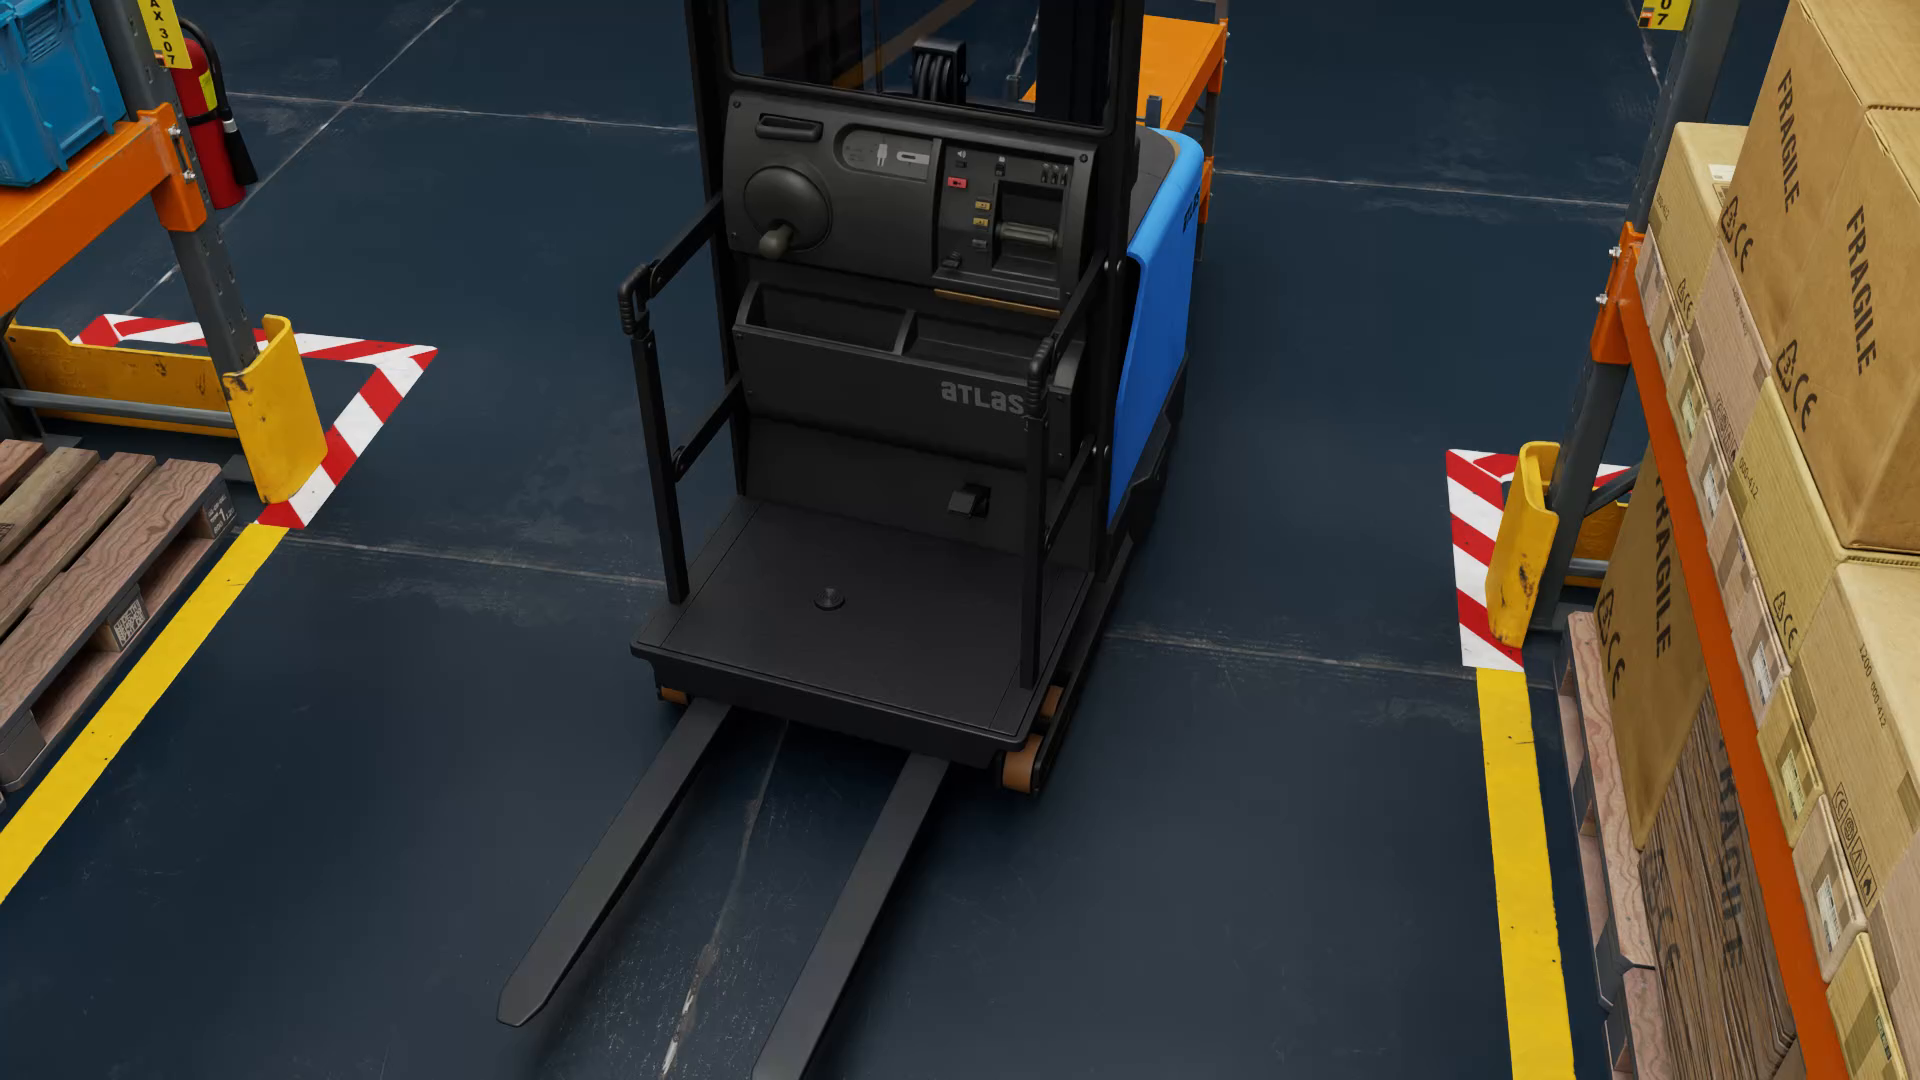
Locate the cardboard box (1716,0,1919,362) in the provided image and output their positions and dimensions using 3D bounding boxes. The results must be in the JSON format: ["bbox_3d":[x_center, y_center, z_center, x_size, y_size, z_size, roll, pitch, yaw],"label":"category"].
[{"bbox_3d":[1.725,-0.637,2.962,0.500,0.500,0.500,5,40,7],"label":"cardboard box"}]

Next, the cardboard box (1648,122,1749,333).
[{"bbox_3d":[1.812,-0.661,3.580,0.500,0.250,0.500,5,40,6],"label":"cardboard box"}]

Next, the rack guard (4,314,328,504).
[{"bbox_3d":[-2.726,-0.475,5.433,1.175,0.500,0.348,6,40,8],"label":"rack guard"}]

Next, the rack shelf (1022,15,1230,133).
[{"bbox_3d":[0.553,-1.513,5.738,0.538,0.278,1.000,13,41,15],"label":"rack shelf"}]

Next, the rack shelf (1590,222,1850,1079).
[{"bbox_3d":[1.815,0.656,2.667,1.077,0.370,4.000,6,40,8],"label":"rack shelf"}]

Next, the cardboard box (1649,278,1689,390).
[{"bbox_3d":[1.731,-0.432,3.615,0.380,0.149,0.250,6,40,7],"label":"cardboard box"}]

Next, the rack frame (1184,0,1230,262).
[{"bbox_3d":[0.721,-1.594,6.295,0.500,1.125,0.032,13,41,15],"label":"rack frame"}]

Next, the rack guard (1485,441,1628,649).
[{"bbox_3d":[2.165,0.072,4.770,1.175,0.500,0.348,6,40,8],"label":"rack guard"}]

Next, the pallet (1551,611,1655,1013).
[{"bbox_3d":[2.099,0.709,4.227,1.003,0.211,1.213,6,40,8],"label":"pallet"}]

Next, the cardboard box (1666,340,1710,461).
[{"bbox_3d":[1.687,-0.271,3.421,0.380,0.149,0.250,6,40,7],"label":"cardboard box"}]

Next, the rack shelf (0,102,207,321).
[{"bbox_3d":[-3.064,0.110,3.327,1.077,0.370,4.000,6,40,8],"label":"rack shelf"}]

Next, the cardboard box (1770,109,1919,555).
[{"bbox_3d":[1.641,-0.311,2.568,0.500,0.500,0.500,5,40,6],"label":"cardboard box"}]

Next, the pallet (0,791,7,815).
[{"bbox_3d":[-3.112,0.929,3.961,1.003,0.211,1.213,6,40,8],"label":"pallet"}]

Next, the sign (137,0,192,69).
[{"bbox_3d":[-2.173,-1.435,4.503,0.100,0.325,0.005,6,40,8],"label":"sign"}]

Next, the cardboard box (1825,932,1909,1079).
[{"bbox_3d":[1.421,0.697,2.250,0.380,0.149,0.250,6,40,7],"label":"cardboard box"}]

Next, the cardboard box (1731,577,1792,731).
[{"bbox_3d":[1.554,0.214,2.834,0.380,0.149,0.250,6,40,7],"label":"cardboard box"}]

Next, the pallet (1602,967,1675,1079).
[{"bbox_3d":[1.886,1.472,3.303,1.003,0.211,1.213,6,40,8],"label":"pallet"}]

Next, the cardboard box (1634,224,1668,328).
[{"bbox_3d":[1.774,-0.593,3.810,0.380,0.149,0.250,7,40,8],"label":"cardboard box"}]

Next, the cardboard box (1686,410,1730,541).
[{"bbox_3d":[1.643,-0.107,3.223,0.380,0.149,0.250,6,40,7],"label":"cardboard box"}]

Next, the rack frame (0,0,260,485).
[{"bbox_3d":[-2.718,-1.422,4.616,1.000,3.000,0.127,6,40,8],"label":"rack frame"}]

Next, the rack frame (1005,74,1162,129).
[{"bbox_3d":[0.386,-0.982,5.555,0.500,1.125,0.032,13,41,15],"label":"rack frame"}]

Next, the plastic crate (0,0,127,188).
[{"bbox_3d":[-2.592,-1.228,4.307,0.616,0.435,0.499,6,40,8],"label":"plastic crate"}]

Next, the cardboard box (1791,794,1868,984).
[{"bbox_3d":[1.466,0.537,2.443,0.380,0.149,0.250,7,40,8],"label":"cardboard box"}]

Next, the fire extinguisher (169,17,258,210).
[{"bbox_3d":[-2.244,-1.293,4.813,0.296,0.674,0.183,6,40,8],"label":"fire extinguisher"}]

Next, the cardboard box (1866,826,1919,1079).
[{"bbox_3d":[1.462,0.626,2.023,0.500,0.250,0.500,7,40,9],"label":"cardboard box"}]

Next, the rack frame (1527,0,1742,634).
[{"bbox_3d":[2.161,-0.876,3.956,1.000,3.000,0.127,6,40,8],"label":"rack frame"}]

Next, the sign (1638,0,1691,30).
[{"bbox_3d":[1.615,-1.305,3.733,0.100,0.325,0.005,6,40,8],"label":"sign"}]

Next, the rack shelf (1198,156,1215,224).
[{"bbox_3d":[0.553,-1.099,6.081,0.538,0.278,1.000,13,41,15],"label":"rack shelf"}]

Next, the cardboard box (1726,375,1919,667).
[{"bbox_3d":[1.638,-0.020,2.804,0.500,0.250,0.500,5,40,6],"label":"cardboard box"}]

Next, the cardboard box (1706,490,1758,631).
[{"bbox_3d":[1.598,0.052,3.030,0.380,0.149,0.250,6,40,7],"label":"cardboard box"}]

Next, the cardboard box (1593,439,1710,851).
[{"bbox_3d":[2.129,0.191,4.002,0.875,0.875,0.875,6,40,8],"label":"cardboard box"}]

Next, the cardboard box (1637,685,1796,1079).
[{"bbox_3d":[1.971,0.763,3.312,0.875,0.875,0.875,6,40,8],"label":"cardboard box"}]

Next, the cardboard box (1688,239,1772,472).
[{"bbox_3d":[1.728,-0.334,3.185,0.500,0.250,0.500,6,40,7],"label":"cardboard box"}]

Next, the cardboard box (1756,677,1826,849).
[{"bbox_3d":[1.509,0.373,2.642,0.380,0.149,0.250,5,40,7],"label":"cardboard box"}]

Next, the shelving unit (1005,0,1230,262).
[{"bbox_3d":[0.553,-1.288,5.925,0.538,1.125,1.048,13,41,15],"label":"shelving unit"}]

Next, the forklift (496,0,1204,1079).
[{"bbox_3d":[-0.205,-0.752,3.859,1.130,2.935,3.031,12,41,15],"label":"forklift"}]

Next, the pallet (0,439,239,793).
[{"bbox_3d":[-2.899,0.166,4.884,1.003,0.211,1.213,6,40,8],"label":"pallet"}]

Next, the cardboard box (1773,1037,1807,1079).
[{"bbox_3d":[1.817,1.321,2.636,0.875,0.875,0.875,6,40,8],"label":"cardboard box"}]

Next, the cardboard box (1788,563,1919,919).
[{"bbox_3d":[1.553,0.308,2.407,0.500,0.250,0.500,6,40,7],"label":"cardboard box"}]
